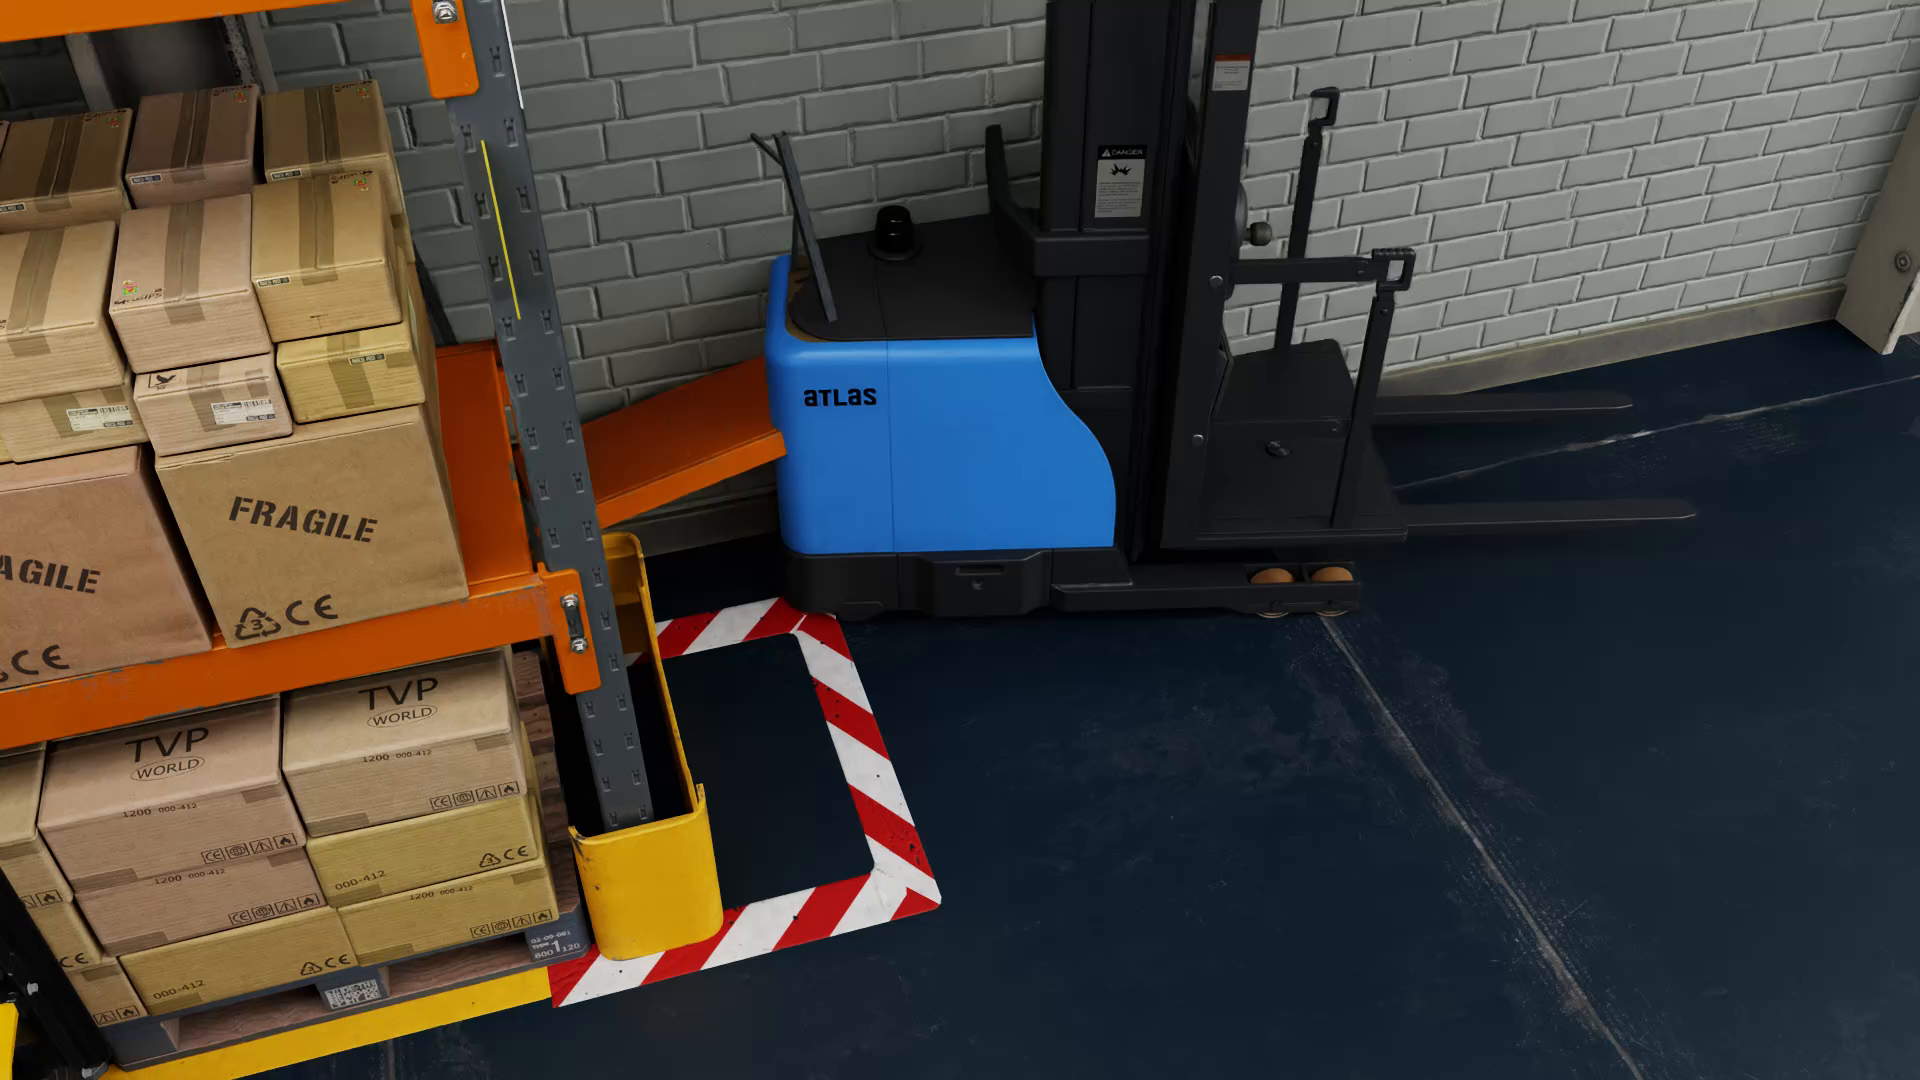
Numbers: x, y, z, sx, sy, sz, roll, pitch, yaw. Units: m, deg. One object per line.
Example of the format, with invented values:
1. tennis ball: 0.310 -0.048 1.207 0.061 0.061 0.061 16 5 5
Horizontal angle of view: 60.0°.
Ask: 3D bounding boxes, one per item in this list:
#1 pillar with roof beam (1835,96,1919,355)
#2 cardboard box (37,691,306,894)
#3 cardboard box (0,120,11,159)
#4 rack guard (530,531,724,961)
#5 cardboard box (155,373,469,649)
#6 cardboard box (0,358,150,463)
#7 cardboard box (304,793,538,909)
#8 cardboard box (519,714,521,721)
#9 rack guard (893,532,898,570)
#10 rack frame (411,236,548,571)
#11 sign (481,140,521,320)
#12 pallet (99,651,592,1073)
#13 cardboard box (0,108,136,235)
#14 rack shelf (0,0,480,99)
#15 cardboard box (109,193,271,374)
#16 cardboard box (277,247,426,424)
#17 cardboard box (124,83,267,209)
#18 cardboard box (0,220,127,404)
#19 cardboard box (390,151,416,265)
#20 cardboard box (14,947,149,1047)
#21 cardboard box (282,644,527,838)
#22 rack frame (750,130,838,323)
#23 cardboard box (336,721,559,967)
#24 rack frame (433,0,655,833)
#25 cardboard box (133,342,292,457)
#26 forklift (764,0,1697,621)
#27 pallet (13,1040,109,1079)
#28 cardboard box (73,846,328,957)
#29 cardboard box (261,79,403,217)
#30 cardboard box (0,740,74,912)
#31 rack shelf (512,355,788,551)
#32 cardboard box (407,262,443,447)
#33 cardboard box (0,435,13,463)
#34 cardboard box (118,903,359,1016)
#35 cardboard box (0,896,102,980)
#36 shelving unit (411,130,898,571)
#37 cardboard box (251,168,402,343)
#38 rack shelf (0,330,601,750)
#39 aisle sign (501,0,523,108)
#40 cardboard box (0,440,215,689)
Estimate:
1. pillar with roof beam: 5.088 -1.557 0.692 0.400 9.000 9.100 -12 42 -13
2. cardboard box: -1.824 0.507 3.901 0.500 0.250 0.500 -11 42 -12
3. cardboard box: -2.126 -0.716 3.494 0.250 0.149 0.380 -11 42 -13
4. rack guard: -0.971 0.551 4.739 0.348 0.500 1.175 -12 42 -13
5. cardboard box: -1.384 -0.161 3.578 0.500 0.500 0.500 -13 43 -14
6. cardboard box: -1.741 -0.341 3.291 0.250 0.149 0.380 -11 42 -12
7. cardboard box: -1.364 0.596 4.178 0.500 0.250 0.500 -12 43 -14
8. cardboard box: -1.521 0.466 4.707 0.500 0.250 0.500 -12 42 -13
9. rack guard: -0.329 -0.106 5.475 0.087 0.250 0.587 -23 36 -13
10. rack frame: -1.342 -0.220 4.887 0.032 1.500 0.500 -23 36 -13
11. sign: -0.844 -0.567 3.059 0.005 0.325 0.100 -12 42 -13
12. pallet: -1.711 0.842 4.625 1.213 0.211 1.003 -12 42 -13
13. cardboard box: -1.885 -0.755 3.540 0.250 0.149 0.380 -11 42 -12
14. rack shelf: -2.901 -0.849 2.708 4.000 0.370 1.077 -12 42 -13
15. cardboard box: -1.498 -0.508 3.256 0.250 0.149 0.380 -12 42 -13
16. cardboard box: -1.240 -0.423 3.385 0.250 0.149 0.380 -11 42 -12
17. cardboard box: -1.651 -0.834 3.629 0.250 0.149 0.380 -10 42 -12
18. cardboard box: -1.739 -0.439 3.178 0.250 0.149 0.380 -11 42 -12
19. cardboard box: -1.395 -0.763 3.774 0.250 0.149 0.380 -13 43 -14
20. cardboard box: -2.304 0.969 4.132 0.500 0.250 0.500 -11 42 -13
21. cardboard box: -1.339 0.402 4.020 0.500 0.250 0.500 -10 42 -12
22. rack frame: -0.433 -0.611 5.120 0.032 1.500 0.500 -23 36 -13
23. cardboard box: -1.347 0.783 4.344 0.500 0.250 0.500 -11 42 -13
24. rack frame: -0.994 -0.385 3.911 0.127 3.000 1.000 -12 42 -13
25. cardboard box: -1.475 -0.354 3.306 0.250 0.149 0.380 -11 42 -12
26. forklift: 0.915 -1.197 4.892 3.031 2.935 1.130 -2 41 -2
27. pallet: -2.872 1.081 4.352 1.213 0.211 1.003 -12 42 -13
28. cardboard box: -1.846 0.689 4.073 0.500 0.250 0.500 -12 43 -13
29. cardboard box: -1.378 -0.847 3.644 0.250 0.149 0.380 -12 43 -14
30. cardboard box: -2.303 0.613 3.779 0.500 0.250 0.500 -11 42 -13
31. rack shelf: -0.853 -0.272 5.107 1.000 0.185 0.538 -23 36 -13
32. cardboard box: -1.550 -0.499 3.966 0.500 0.500 0.500 -10 42 -12
33. cardboard box: -1.981 -0.299 3.243 0.250 0.149 0.380 -12 43 -13
34. cardboard box: -1.824 0.876 4.239 0.500 0.250 0.500 -12 42 -13
35. cardboard box: -2.332 0.804 3.941 0.500 0.250 0.500 -13 43 -14
36. shelving unit: -0.896 -0.412 5.002 1.083 1.500 0.587 -23 36 -13
37. cardboard box: -1.272 -0.576 3.335 0.250 0.149 0.380 -12 42 -13
38. rack shelf: -2.901 0.281 3.695 4.000 0.370 1.077 -12 42 -13
39. aisle sign: -0.843 -1.193 2.860 0.004 0.787 0.394 -12 42 -13
40. cardboard box: -1.882 -0.064 3.468 0.500 0.500 0.500 -10 42 -12
